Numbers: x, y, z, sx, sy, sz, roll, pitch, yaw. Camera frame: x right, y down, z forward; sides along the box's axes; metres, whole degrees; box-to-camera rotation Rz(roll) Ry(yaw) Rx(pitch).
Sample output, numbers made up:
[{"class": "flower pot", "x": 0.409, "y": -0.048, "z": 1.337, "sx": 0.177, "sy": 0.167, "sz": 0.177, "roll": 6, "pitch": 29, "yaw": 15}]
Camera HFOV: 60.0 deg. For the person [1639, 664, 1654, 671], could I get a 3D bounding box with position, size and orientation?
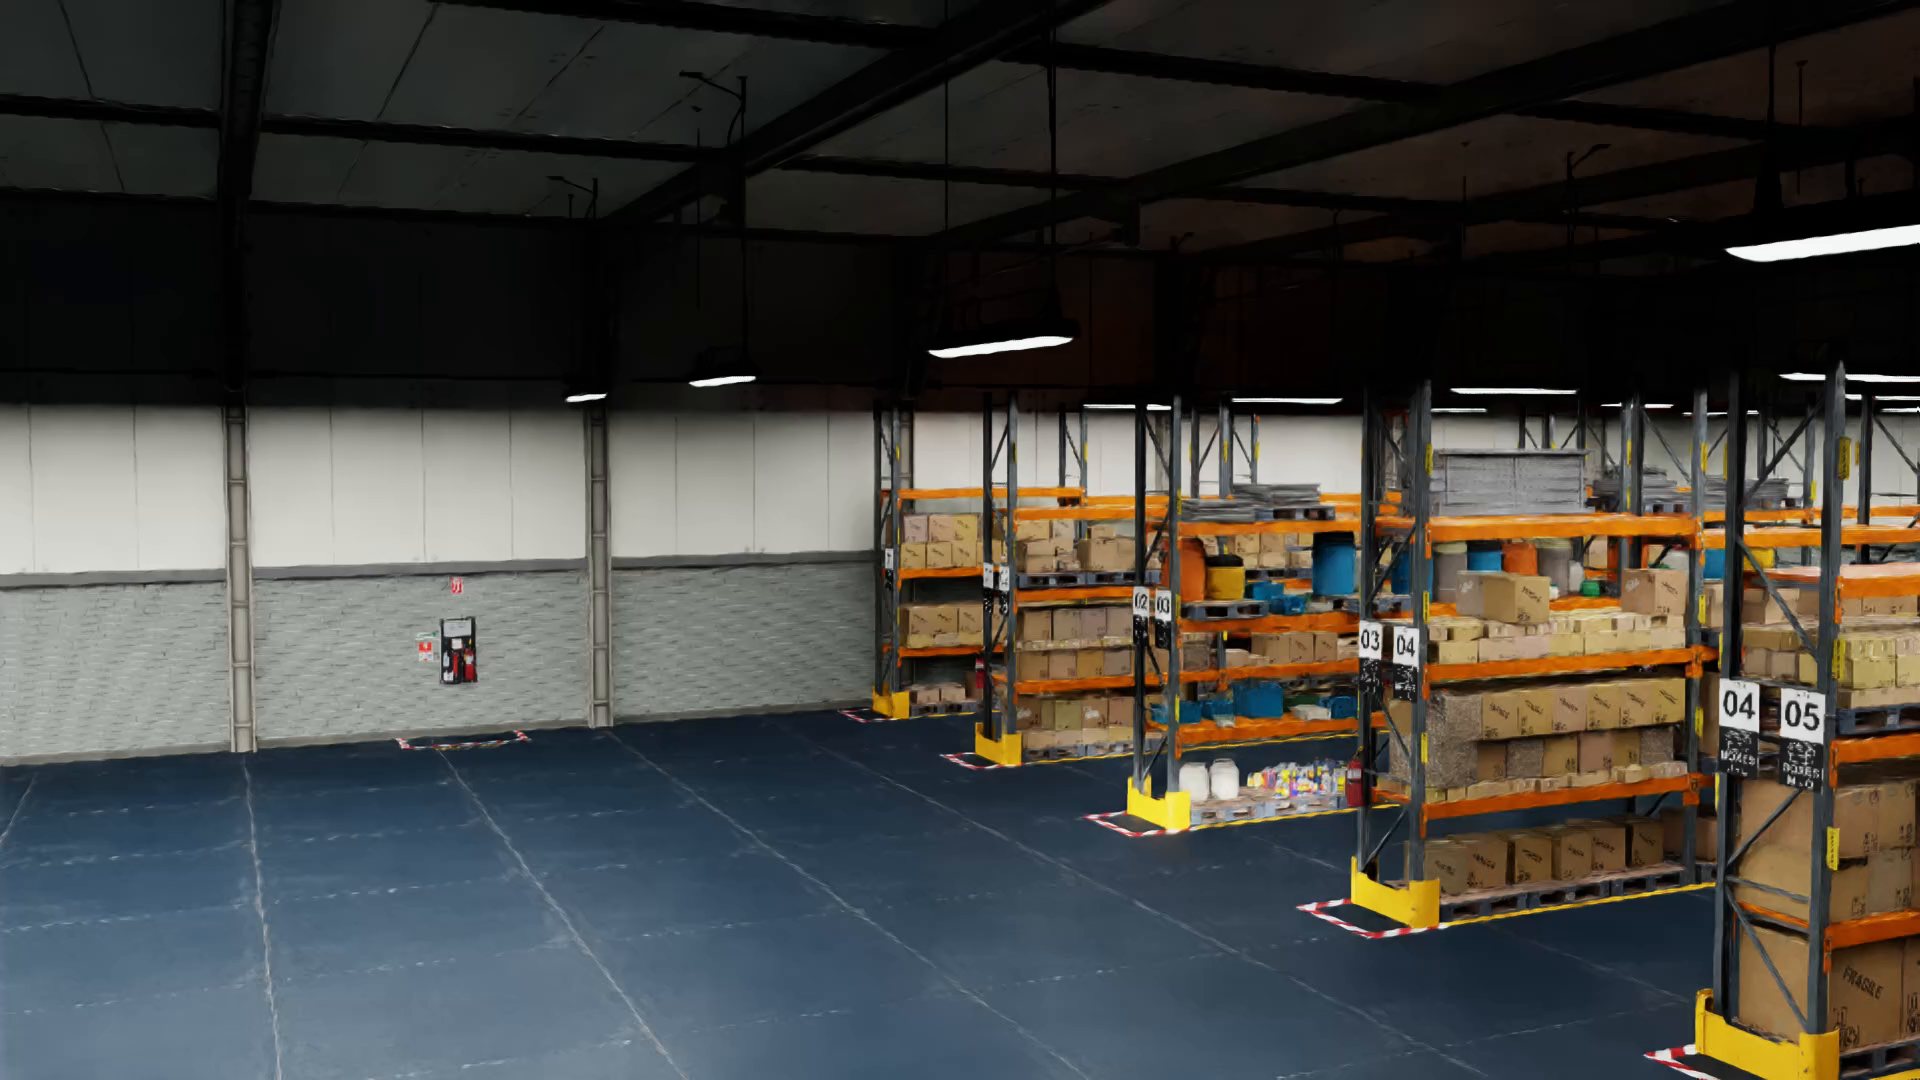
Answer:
[{"class": "person", "x": 11.846, "y": 2.691, "z": 28.585, "sx": 0.467, "sy": 1.599, "sz": 0.449, "roll": 0, "pitch": 3, "yaw": 7}]
